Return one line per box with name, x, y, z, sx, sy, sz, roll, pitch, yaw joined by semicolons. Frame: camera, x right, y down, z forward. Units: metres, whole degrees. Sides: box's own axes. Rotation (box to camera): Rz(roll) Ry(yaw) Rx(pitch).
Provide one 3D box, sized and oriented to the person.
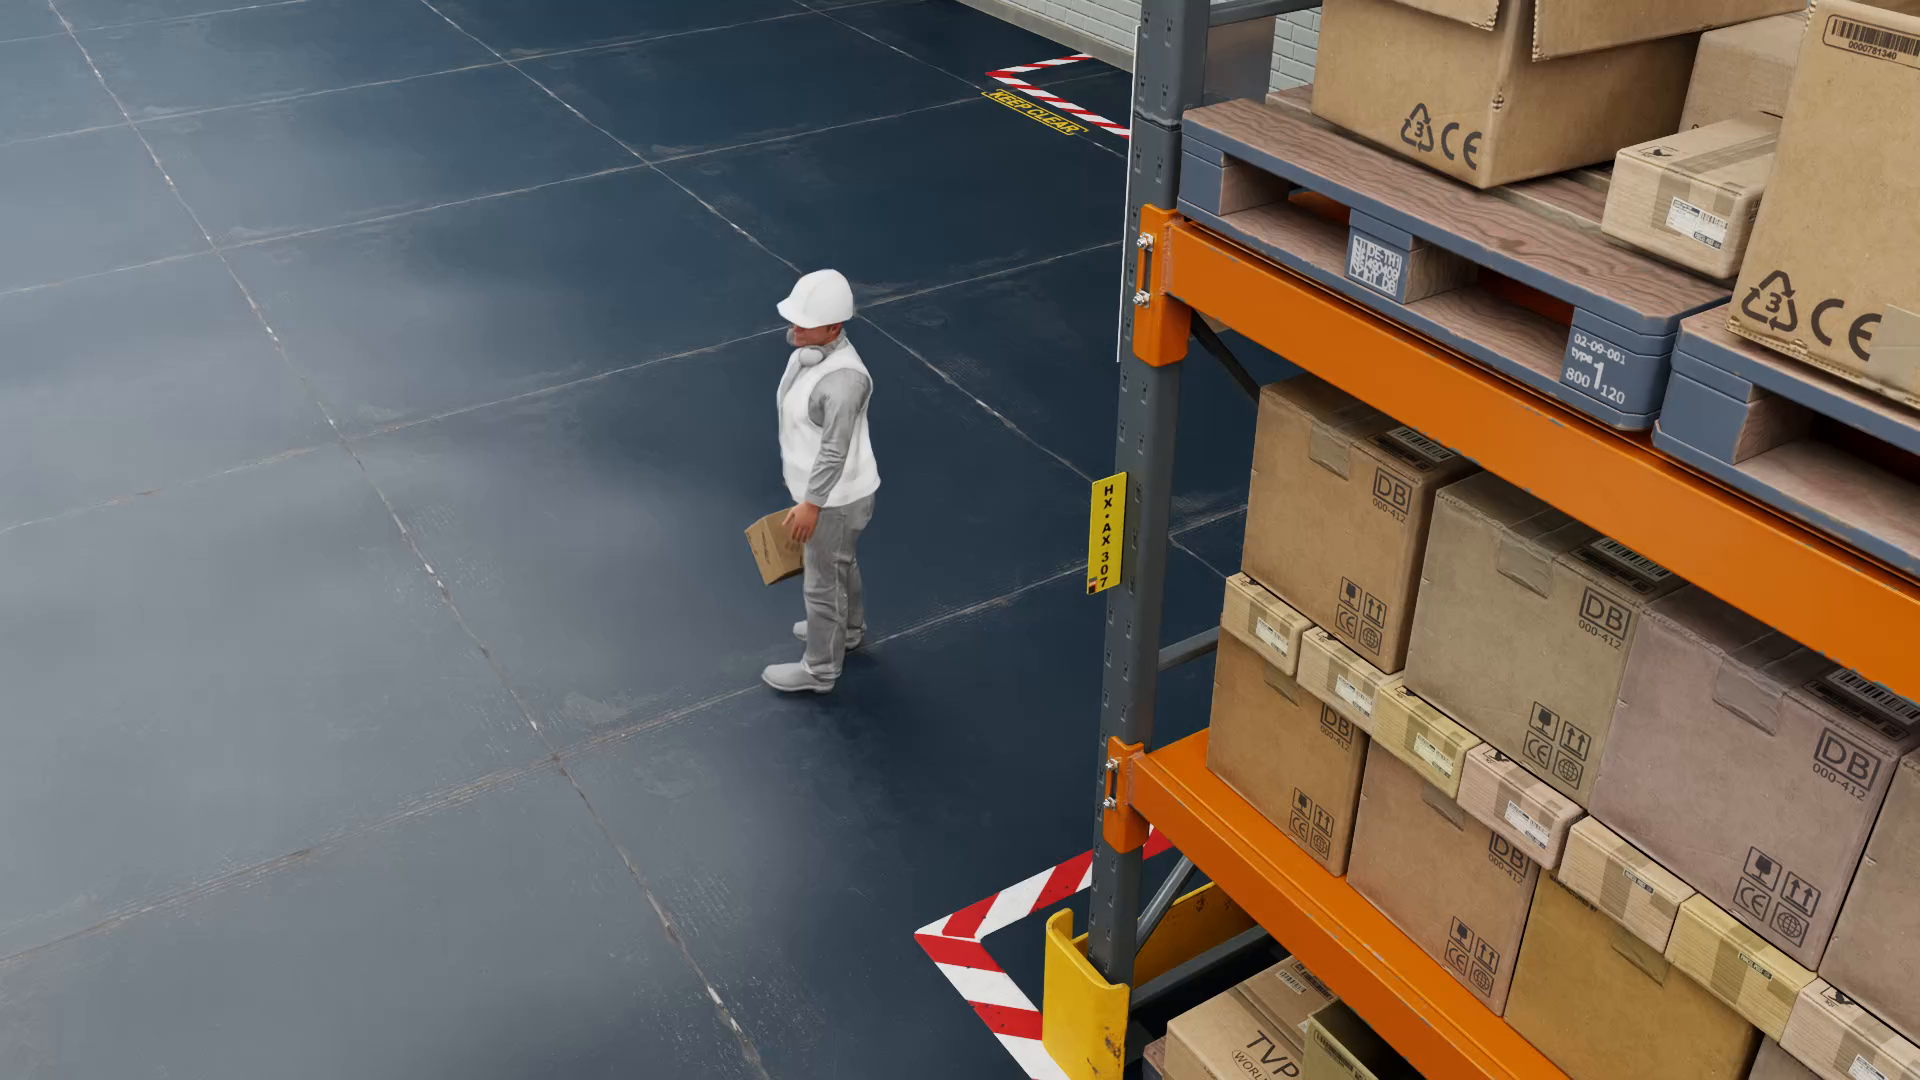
person;-0.582;-0.221;6.417;0.504;1.779;0.571;-8;33;-13
